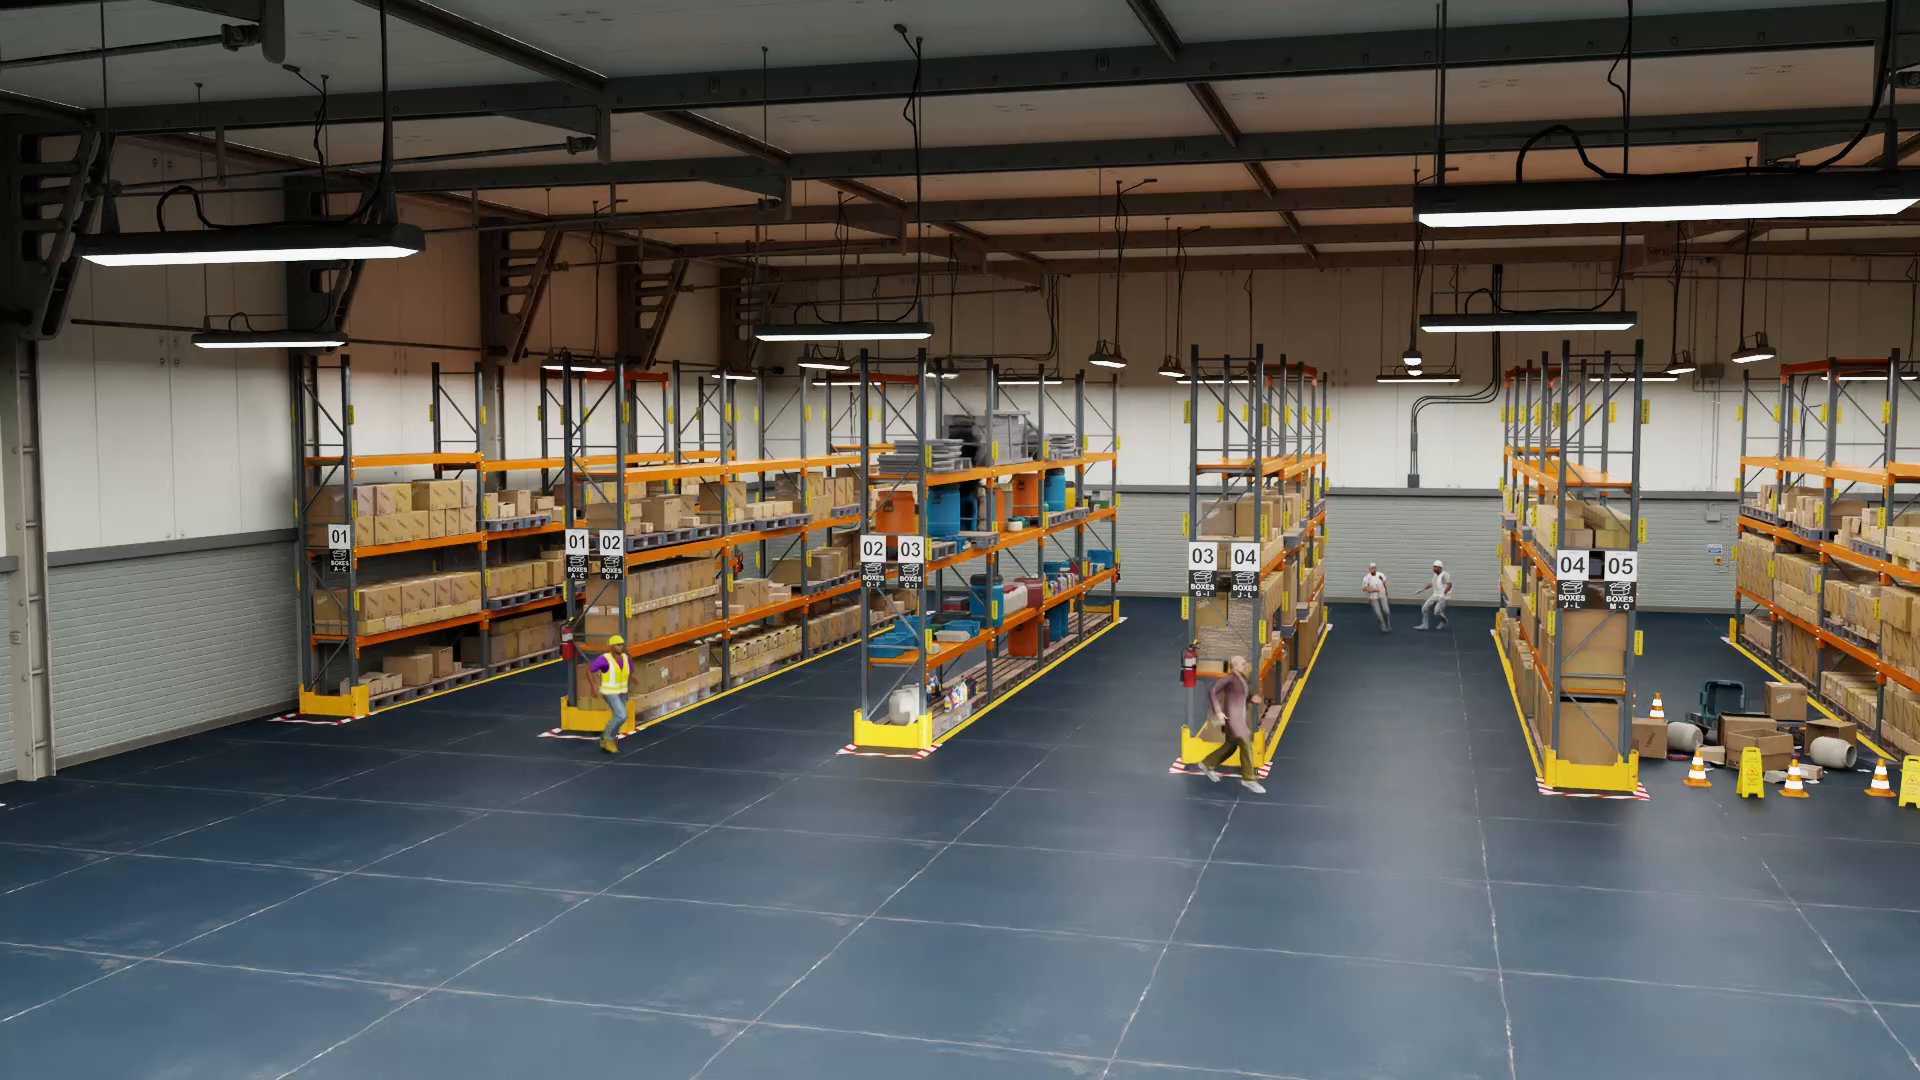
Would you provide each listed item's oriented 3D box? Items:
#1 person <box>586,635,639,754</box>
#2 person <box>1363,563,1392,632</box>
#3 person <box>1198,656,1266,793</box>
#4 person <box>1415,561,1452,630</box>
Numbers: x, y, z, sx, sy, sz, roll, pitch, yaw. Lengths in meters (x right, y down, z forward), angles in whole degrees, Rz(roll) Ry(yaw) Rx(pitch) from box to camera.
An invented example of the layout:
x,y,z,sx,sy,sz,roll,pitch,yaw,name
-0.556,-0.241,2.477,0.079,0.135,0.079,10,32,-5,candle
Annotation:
x,y,z,sx,sy,sz,roll,pitch,yaw,name
-5.084,2.282,24.599,0.769,1.750,0.676,3,5,34,person
9.620,1.326,38.324,0.689,1.605,0.585,0,4,6,person
3.673,2.444,22.343,1.017,1.803,0.740,2,5,30,person
11.044,1.288,38.567,0.599,1.637,0.883,-2,5,-26,person
